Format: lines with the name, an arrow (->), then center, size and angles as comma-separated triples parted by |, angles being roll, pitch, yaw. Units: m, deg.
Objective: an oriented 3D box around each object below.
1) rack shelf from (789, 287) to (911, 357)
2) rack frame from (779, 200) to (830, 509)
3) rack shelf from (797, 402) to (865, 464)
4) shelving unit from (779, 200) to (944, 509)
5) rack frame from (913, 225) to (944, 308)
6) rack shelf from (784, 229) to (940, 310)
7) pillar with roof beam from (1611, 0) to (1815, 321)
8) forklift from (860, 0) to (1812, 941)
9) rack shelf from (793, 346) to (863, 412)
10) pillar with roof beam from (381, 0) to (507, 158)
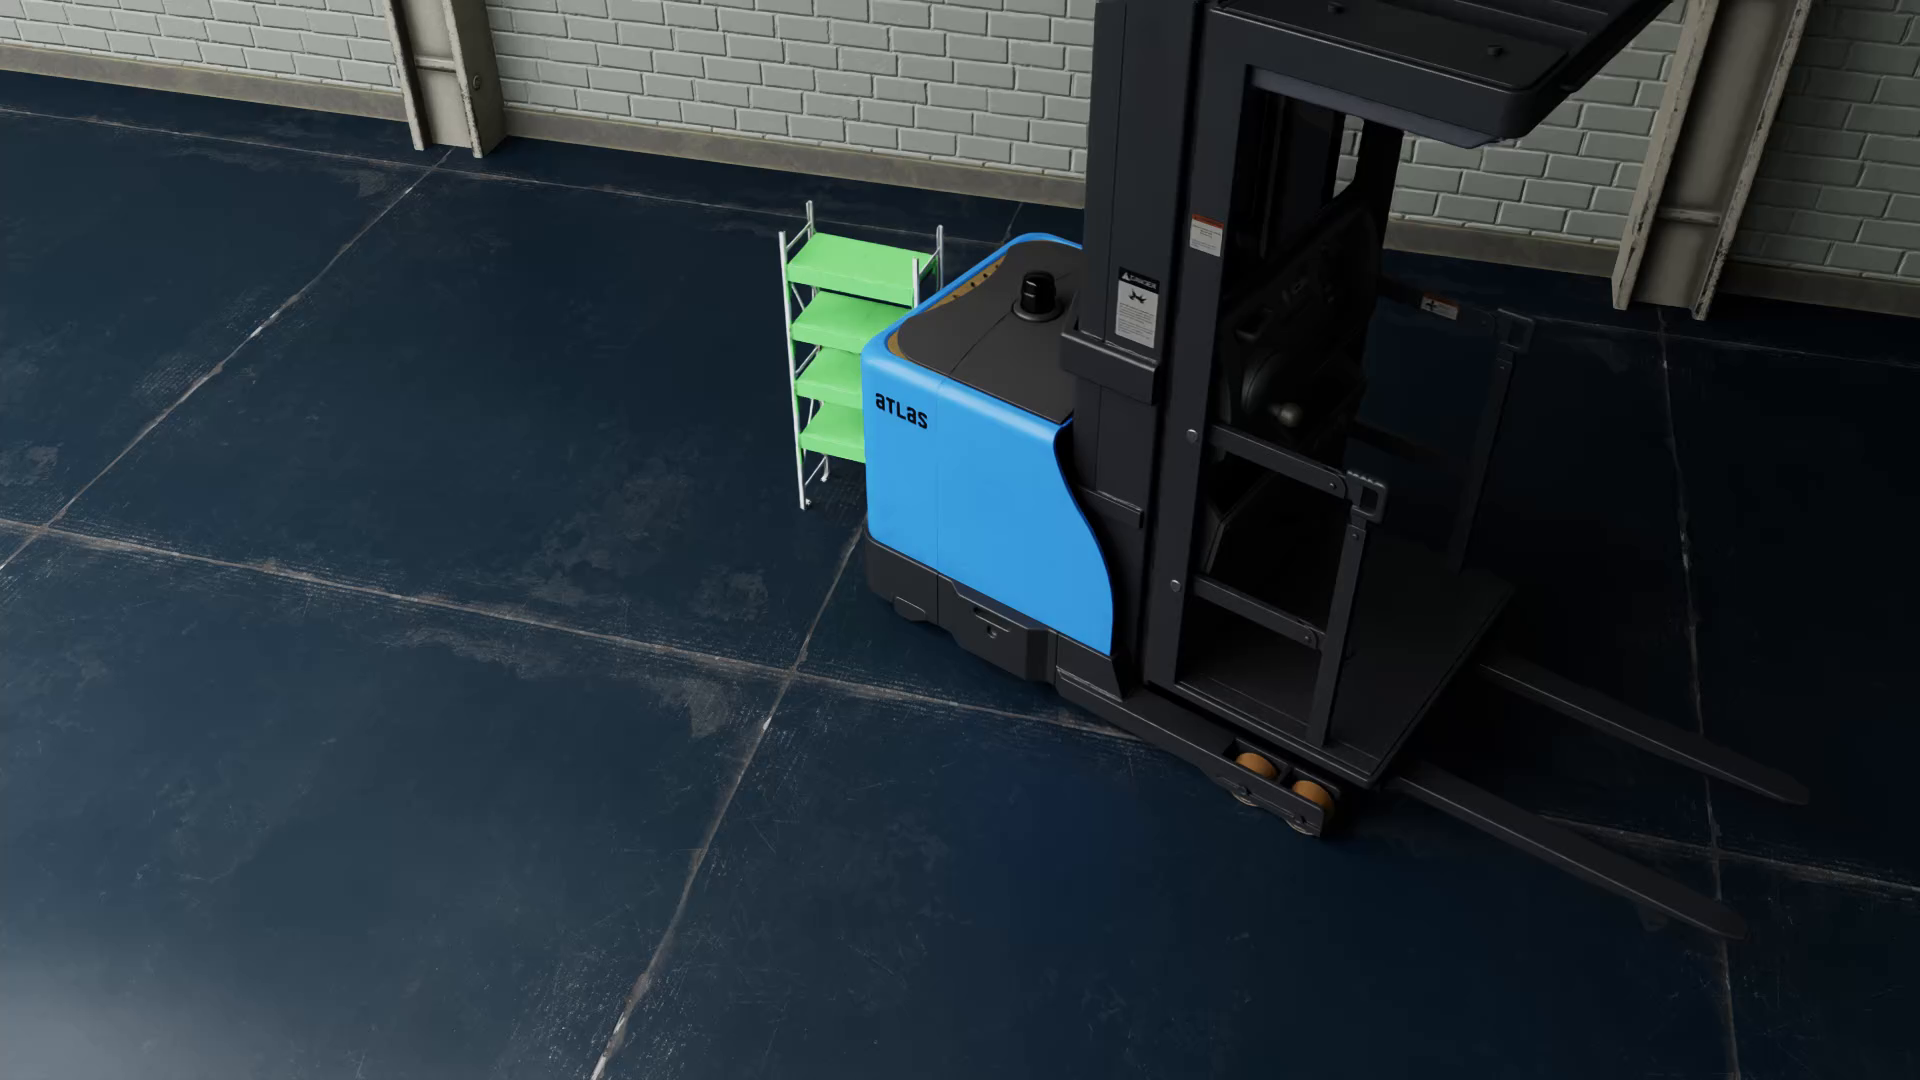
rack shelf -> -0.335, -0.729, 5.911 | 0.480, 0.148, 0.258 | 14, 42, 16
rack frame -> -0.563, -0.650, 6.091 | 0.015, 1.200, 0.240 | 14, 42, 16
rack shelf -> -0.335, -0.361, 6.220 | 0.480, 0.148, 0.258 | 14, 42, 16
shelving unit -> -0.335, -0.594, 6.024 | 0.503, 1.200, 0.258 | 14, 42, 16
rack frame -> -0.107, -0.538, 5.958 | 0.015, 1.200, 0.240 | 14, 42, 16
rack shelf -> -0.335, -0.913, 5.757 | 0.480, 0.148, 0.258 | 14, 42, 16
pillar with roof beam -> 2.064, -1.877, 1.488 | 0.400, 9.000, 9.100 | 10, 41, 11
forklift -> 1.148, -0.601, 4.686 | 3.031, 2.935, 1.130 | 26, 46, 27
rack shelf -> -0.335, -0.545, 6.066 | 0.480, 0.148, 0.258 | 14, 42, 16
pillar with roof beam -> -3.732, -2.875, 2.676 | 0.400, 9.000, 9.100 | 10, 41, 11
